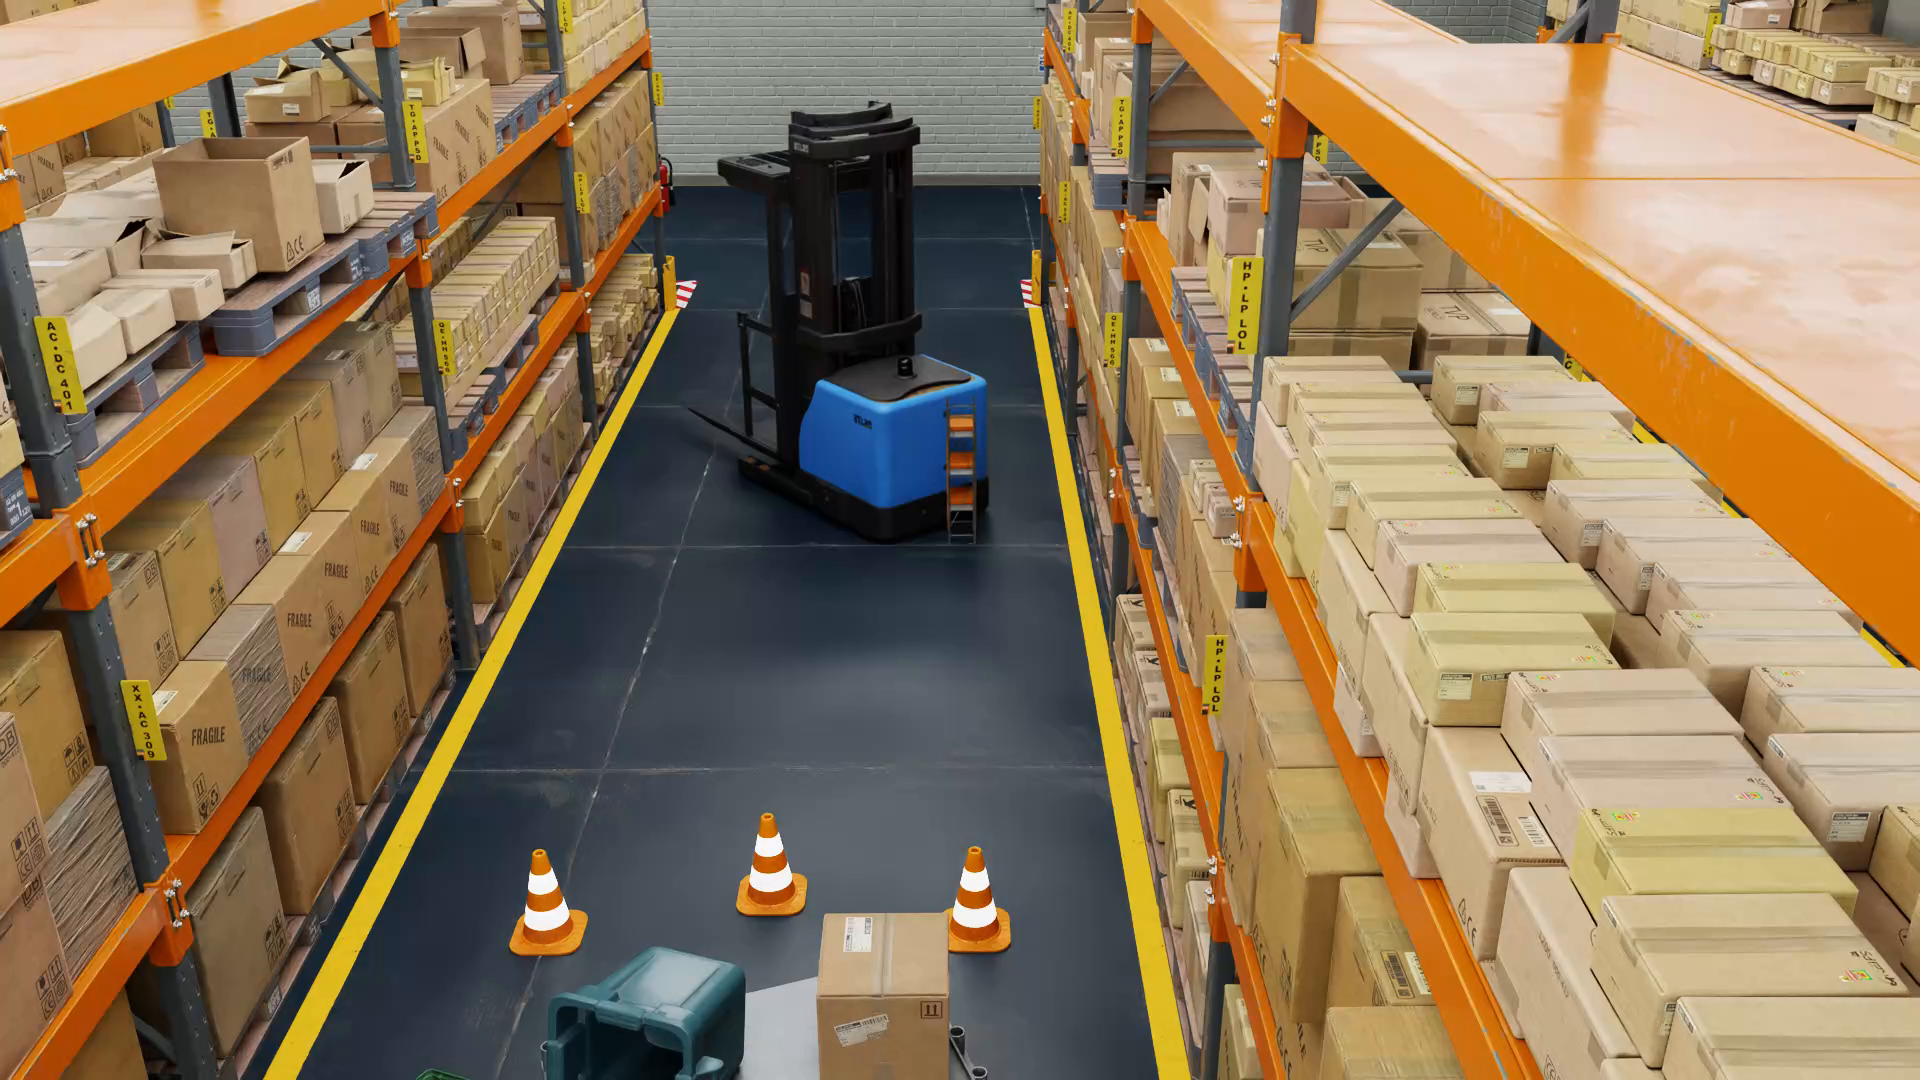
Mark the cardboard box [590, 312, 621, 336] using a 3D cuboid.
[{"bbox_3d":[-3.289,-1.955,15.045,0.380,0.149,0.250,0,24,1],"label":"cardboard box"}]

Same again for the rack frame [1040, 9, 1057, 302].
[{"bbox_3d":[1.355,-3.931,17.185,1.000,3.000,0.127,0,24,-1],"label":"rack frame"}]

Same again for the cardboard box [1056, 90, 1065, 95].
[{"bbox_3d":[1.082,-4.045,15.316,0.380,0.149,0.250,0,24,0],"label":"cardboard box"}]

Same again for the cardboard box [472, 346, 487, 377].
[{"bbox_3d":[-3.320,-1.165,10.866,0.380,0.149,0.250,1,24,2],"label":"cardboard box"}]

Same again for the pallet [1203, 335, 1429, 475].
[{"bbox_3d":[1.586,-0.522,6.236,1.213,0.211,1.003,0,24,-1],"label":"pallet"}]

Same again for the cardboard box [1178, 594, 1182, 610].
[{"bbox_3d":[1.208,0.306,7.612,0.380,0.149,0.250,0,24,-1],"label":"cardboard box"}]

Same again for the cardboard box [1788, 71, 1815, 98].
[{"bbox_3d":[5.975,-3.145,11.481,0.380,0.149,0.250,0,24,1],"label":"cardboard box"}]

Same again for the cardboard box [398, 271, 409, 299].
[{"bbox_3d":[-3.984,-1.758,11.454,0.380,0.149,0.250,0,24,1],"label":"cardboard box"}]

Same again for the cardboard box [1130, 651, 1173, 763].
[{"bbox_3d":[1.455,0.909,9.164,0.950,0.372,0.625,-1,24,-2],"label":"cardboard box"}]

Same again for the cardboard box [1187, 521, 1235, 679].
[{"bbox_3d":[1.245,0.248,6.953,0.500,0.500,0.500,0,24,0],"label":"cardboard box"}]

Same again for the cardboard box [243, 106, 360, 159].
[{"bbox_3d":[-3.766,-2.217,9.634,0.500,0.500,0.500,0,24,-1],"label":"cardboard box"}]

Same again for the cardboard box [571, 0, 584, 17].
[{"bbox_3d":[-3.297,-4.370,13.608,0.380,0.149,0.250,-1,24,-2],"label":"cardboard box"}]

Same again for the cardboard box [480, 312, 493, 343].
[{"bbox_3d":[-3.327,-1.411,11.048,0.380,0.149,0.250,0,24,0],"label":"cardboard box"}]

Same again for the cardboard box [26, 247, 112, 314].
[{"bbox_3d":[-3.696,-0.965,6.539,0.500,0.250,0.500,0,24,-1],"label":"cardboard box"}]

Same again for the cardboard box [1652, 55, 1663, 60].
[{"bbox_3d":[6.071,-4.018,14.043,0.380,0.149,0.250,0,24,-1],"label":"cardboard box"}]

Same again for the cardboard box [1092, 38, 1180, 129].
[{"bbox_3d":[1.133,-2.963,10.773,0.500,0.500,0.500,0,24,0],"label":"cardboard box"}]

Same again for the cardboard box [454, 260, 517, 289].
[{"bbox_3d":[-3.337,-1.865,11.690,0.380,0.149,0.250,-1,24,-3],"label":"cardboard box"}]

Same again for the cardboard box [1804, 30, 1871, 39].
[{"bbox_3d":[6.508,-3.702,12.352,0.380,0.149,0.250,0,24,0],"label":"cardboard box"}]

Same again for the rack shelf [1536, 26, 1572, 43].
[{"bbox_3d":[6.341,-4.169,14.945,1.077,0.370,4.000,0,24,-1],"label":"rack shelf"}]

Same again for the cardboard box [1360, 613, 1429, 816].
[{"bbox_3d":[1.232,0.390,3.813,0.500,0.250,0.500,0,24,0],"label":"cardboard box"}]

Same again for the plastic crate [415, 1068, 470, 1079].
[{"bbox_3d":[-2.150,2.399,6.532,0.450,0.188,0.662,3,22,31],"label":"plastic crate"}]

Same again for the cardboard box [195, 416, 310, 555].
[{"bbox_3d":[-3.491,-0.256,7.725,0.700,0.500,0.500,0,24,-1],"label":"cardboard box"}]

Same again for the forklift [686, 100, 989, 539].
[{"bbox_3d":[-1.106,-1.877,12.726,1.130,2.935,3.031,-19,30,-35],"label":"forklift"}]

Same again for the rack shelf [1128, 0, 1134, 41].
[{"bbox_3d":[1.421,-3.682,10.712,1.077,0.370,4.000,0,24,-1],"label":"rack shelf"}]

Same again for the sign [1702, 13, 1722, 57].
[{"bbox_3d":[5.820,-3.903,12.856,0.100,0.325,0.005,0,24,-1],"label":"sign"}]

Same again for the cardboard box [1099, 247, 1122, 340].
[{"bbox_3d":[1.162,-1.559,10.605,0.500,0.500,0.500,0,24,0],"label":"cardboard box"}]

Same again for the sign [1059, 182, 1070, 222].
[{"bbox_3d":[0.844,-2.710,13.339,0.100,0.325,0.005,0,24,-1],"label":"sign"}]

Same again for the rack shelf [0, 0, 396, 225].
[{"bbox_3d":[-3.484,-1.970,6.927,1.077,0.370,4.000,0,24,-1],"label":"rack shelf"}]

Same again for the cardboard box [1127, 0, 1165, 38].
[{"bbox_3d":[1.603,-4.175,13.332,0.500,0.500,0.500,0,24,0],"label":"cardboard box"}]

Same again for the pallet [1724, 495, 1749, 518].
[{"bbox_3d":[6.425,-0.197,12.313,1.003,0.211,1.213,0,24,-1],"label":"pallet"}]

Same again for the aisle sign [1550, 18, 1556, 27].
[{"bbox_3d":[6.024,-5.166,16.761,0.394,0.787,0.004,0,24,-1],"label":"aisle sign"}]

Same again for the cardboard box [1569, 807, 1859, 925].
[{"bbox_3d":[1.294,0.592,2.881,0.380,0.149,0.250,0,24,0],"label":"cardboard box"}]

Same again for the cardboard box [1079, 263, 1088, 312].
[{"bbox_3d":[1.135,-1.837,12.130,0.500,0.250,0.500,0,24,0],"label":"cardboard box"}]

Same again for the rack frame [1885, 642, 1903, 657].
[{"bbox_3d":[6.406,-0.658,9.949,1.000,3.000,0.127,0,24,-1],"label":"rack frame"}]

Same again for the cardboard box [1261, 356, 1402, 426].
[{"bbox_3d":[1.163,-0.470,5.231,0.380,0.149,0.250,-1,24,-1],"label":"cardboard box"}]

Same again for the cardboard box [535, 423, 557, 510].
[{"bbox_3d":[-3.283,-0.544,12.221,0.500,0.500,0.500,-1,24,-2],"label":"cardboard box"}]

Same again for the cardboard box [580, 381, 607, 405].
[{"bbox_3d":[-3.232,-1.263,14.235,0.380,0.149,0.250,-1,24,-3],"label":"cardboard box"}]

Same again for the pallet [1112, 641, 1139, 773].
[{"bbox_3d":[1.450,0.958,9.758,1.003,0.211,1.213,0,24,-1],"label":"pallet"}]

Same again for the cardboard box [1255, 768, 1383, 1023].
[{"bbox_3d":[1.236,0.977,4.637,0.700,0.500,0.500,-1,24,-2],"label":"cardboard box"}]

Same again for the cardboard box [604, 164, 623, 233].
[{"bbox_3d":[-3.285,-3.017,14.681,0.500,0.500,0.500,-1,24,-2],"label":"cardboard box"}]

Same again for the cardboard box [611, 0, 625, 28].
[{"bbox_3d":[-3.324,-4.783,15.003,0.500,0.250,0.500,0,24,0],"label":"cardboard box"}]

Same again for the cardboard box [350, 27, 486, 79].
[{"bbox_3d":[-3.664,-3.187,11.264,0.797,0.503,0.637,-1,24,-1],"label":"cardboard box"}]

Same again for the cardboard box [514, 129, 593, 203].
[{"bbox_3d":[-3.311,-3.042,13.524,0.500,0.500,0.500,0,24,1],"label":"cardboard box"}]

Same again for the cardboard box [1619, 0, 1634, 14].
[{"bbox_3d":[6.094,-4.806,14.693,0.500,0.250,0.500,0,24,1],"label":"cardboard box"}]

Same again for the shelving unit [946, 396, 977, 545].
[{"bbox_3d":[0.009,-0.497,11.956,0.215,1.050,0.252,-1,24,-1],"label":"shelving unit"}]

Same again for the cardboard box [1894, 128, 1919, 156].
[{"bbox_3d":[6.151,-2.374,10.284,0.500,0.250,0.500,0,24,0],"label":"cardboard box"}]

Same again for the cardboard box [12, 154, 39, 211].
[{"bbox_3d":[-8.258,-3.048,14.144,0.500,0.500,0.500,0,24,-1],"label":"cardboard box"}]

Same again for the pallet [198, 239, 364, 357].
[{"bbox_3d":[-3.431,-1.125,7.570,1.003,0.211,1.213,1,24,2],"label":"pallet"}]

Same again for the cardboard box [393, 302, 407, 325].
[{"bbox_3d":[-3.983,-1.516,11.279,0.380,0.149,0.250,0,24,1],"label":"cardboard box"}]

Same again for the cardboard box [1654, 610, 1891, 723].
[{"bbox_3d":[1.745,0.272,3.589,0.380,0.149,0.250,0,24,1],"label":"cardboard box"}]

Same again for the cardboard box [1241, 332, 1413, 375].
[{"bbox_3d":[1.335,-0.716,6.108,0.500,0.250,0.500,-1,24,-2],"label":"cardboard box"}]

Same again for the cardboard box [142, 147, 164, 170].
[{"bbox_3d":[-8.283,-3.755,16.617,0.500,0.250,0.500,-1,24,-1],"label":"cardboard box"}]

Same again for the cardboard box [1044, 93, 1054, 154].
[{"bbox_3d":[1.088,-4.020,16.047,0.500,0.500,0.500,-1,24,-2],"label":"cardboard box"}]

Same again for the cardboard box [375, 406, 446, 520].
[{"bbox_3d":[-3.233,-0.432,9.326,0.500,0.500,0.500,0,24,-1],"label":"cardboard box"}]

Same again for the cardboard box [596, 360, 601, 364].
[{"bbox_3d":[-3.326,-1.501,14.402,0.380,0.149,0.250,0,24,0],"label":"cardboard box"}]
